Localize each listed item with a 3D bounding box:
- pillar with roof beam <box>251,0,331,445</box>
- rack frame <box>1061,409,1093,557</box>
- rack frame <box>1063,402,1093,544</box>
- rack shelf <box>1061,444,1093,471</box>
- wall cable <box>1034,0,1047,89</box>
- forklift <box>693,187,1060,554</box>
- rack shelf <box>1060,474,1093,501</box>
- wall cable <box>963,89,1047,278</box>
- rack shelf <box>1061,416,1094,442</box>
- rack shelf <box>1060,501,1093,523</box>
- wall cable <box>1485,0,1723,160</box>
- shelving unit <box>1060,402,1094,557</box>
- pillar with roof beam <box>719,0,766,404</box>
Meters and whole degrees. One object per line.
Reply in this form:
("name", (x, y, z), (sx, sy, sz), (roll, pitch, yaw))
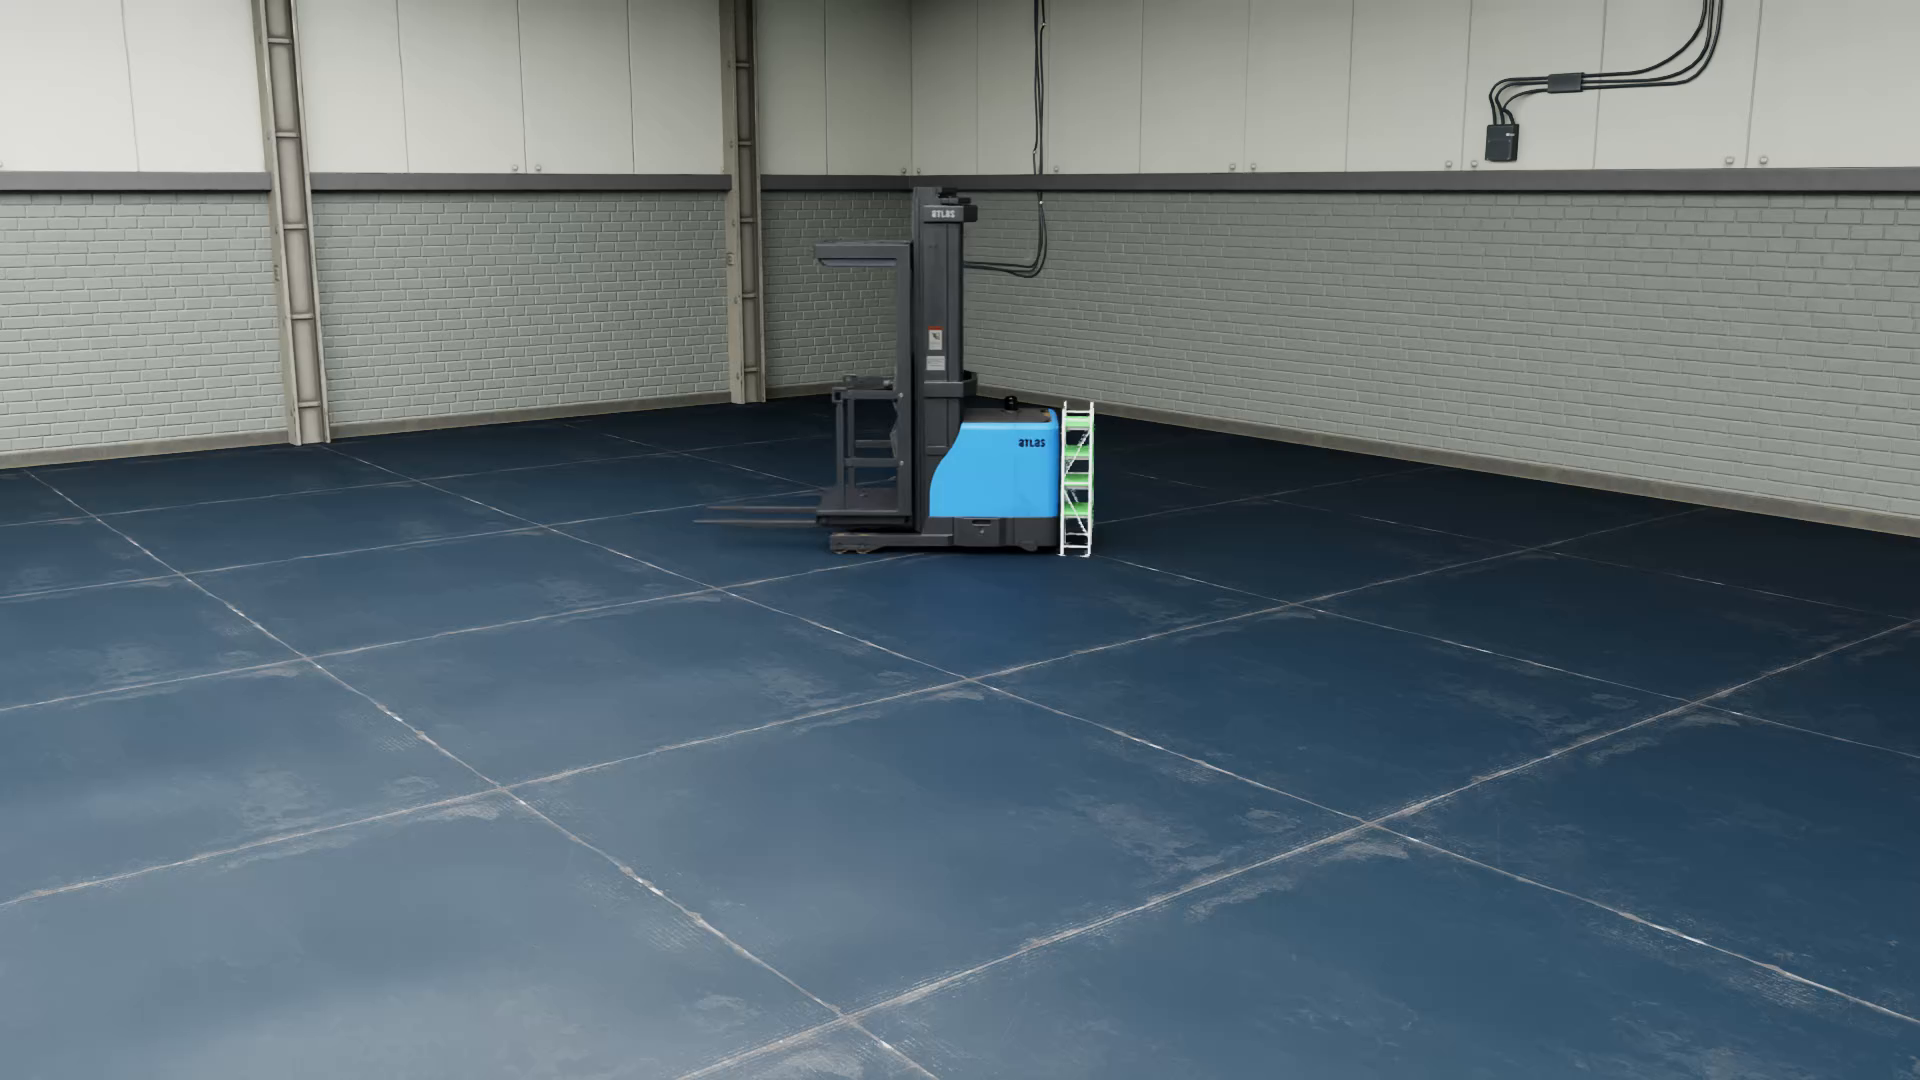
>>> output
("pillar with roof beam", (-4.951, -4.852, 15.313), (0.400, 9.000, 9.100), (-9, 15, -38))
("rack frame", (0.937, -0.452, 13.371), (0.240, 1.200, 0.015), (1, 12, 5))
("rack frame", (0.979, -0.553, 13.846), (0.240, 1.200, 0.015), (1, 12, 5))
("rack shelf", (0.958, -0.675, 13.572), (0.258, 0.148, 0.480), (1, 12, 5))
("wall cable", (1.861, -7.009, 20.790), (0.112, 2.526, 3.097), (-9, 15, -38))
("forklift", (-0.690, -1.428, 13.798), (3.031, 2.935, 1.130), (0, 12, 1))
("rack shelf", (0.958, -0.440, 13.622), (0.258, 0.148, 0.480), (1, 12, 5))
("wall cable", (0.171, -4.978, 23.381), (0.112, 2.526, 3.097), (-9, 15, -38))
("rack shelf", (0.958, -0.910, 13.522), (0.258, 0.148, 0.480), (1, 12, 5))
("rack shelf", (0.958, -0.206, 13.672), (0.258, 0.148, 0.480), (1, 12, 5))
("wall cable", (6.090, -6.618, 15.444), (0.169, 6.003, 2.305), (-9, 15, -38))
("shelving unit", (0.958, -0.503, 13.609), (0.258, 1.200, 0.503), (1, 12, 5))
("pillar with roof beam", (-0.266, -5.630, 18.980), (0.400, 9.000, 9.100), (-9, 15, -38))
